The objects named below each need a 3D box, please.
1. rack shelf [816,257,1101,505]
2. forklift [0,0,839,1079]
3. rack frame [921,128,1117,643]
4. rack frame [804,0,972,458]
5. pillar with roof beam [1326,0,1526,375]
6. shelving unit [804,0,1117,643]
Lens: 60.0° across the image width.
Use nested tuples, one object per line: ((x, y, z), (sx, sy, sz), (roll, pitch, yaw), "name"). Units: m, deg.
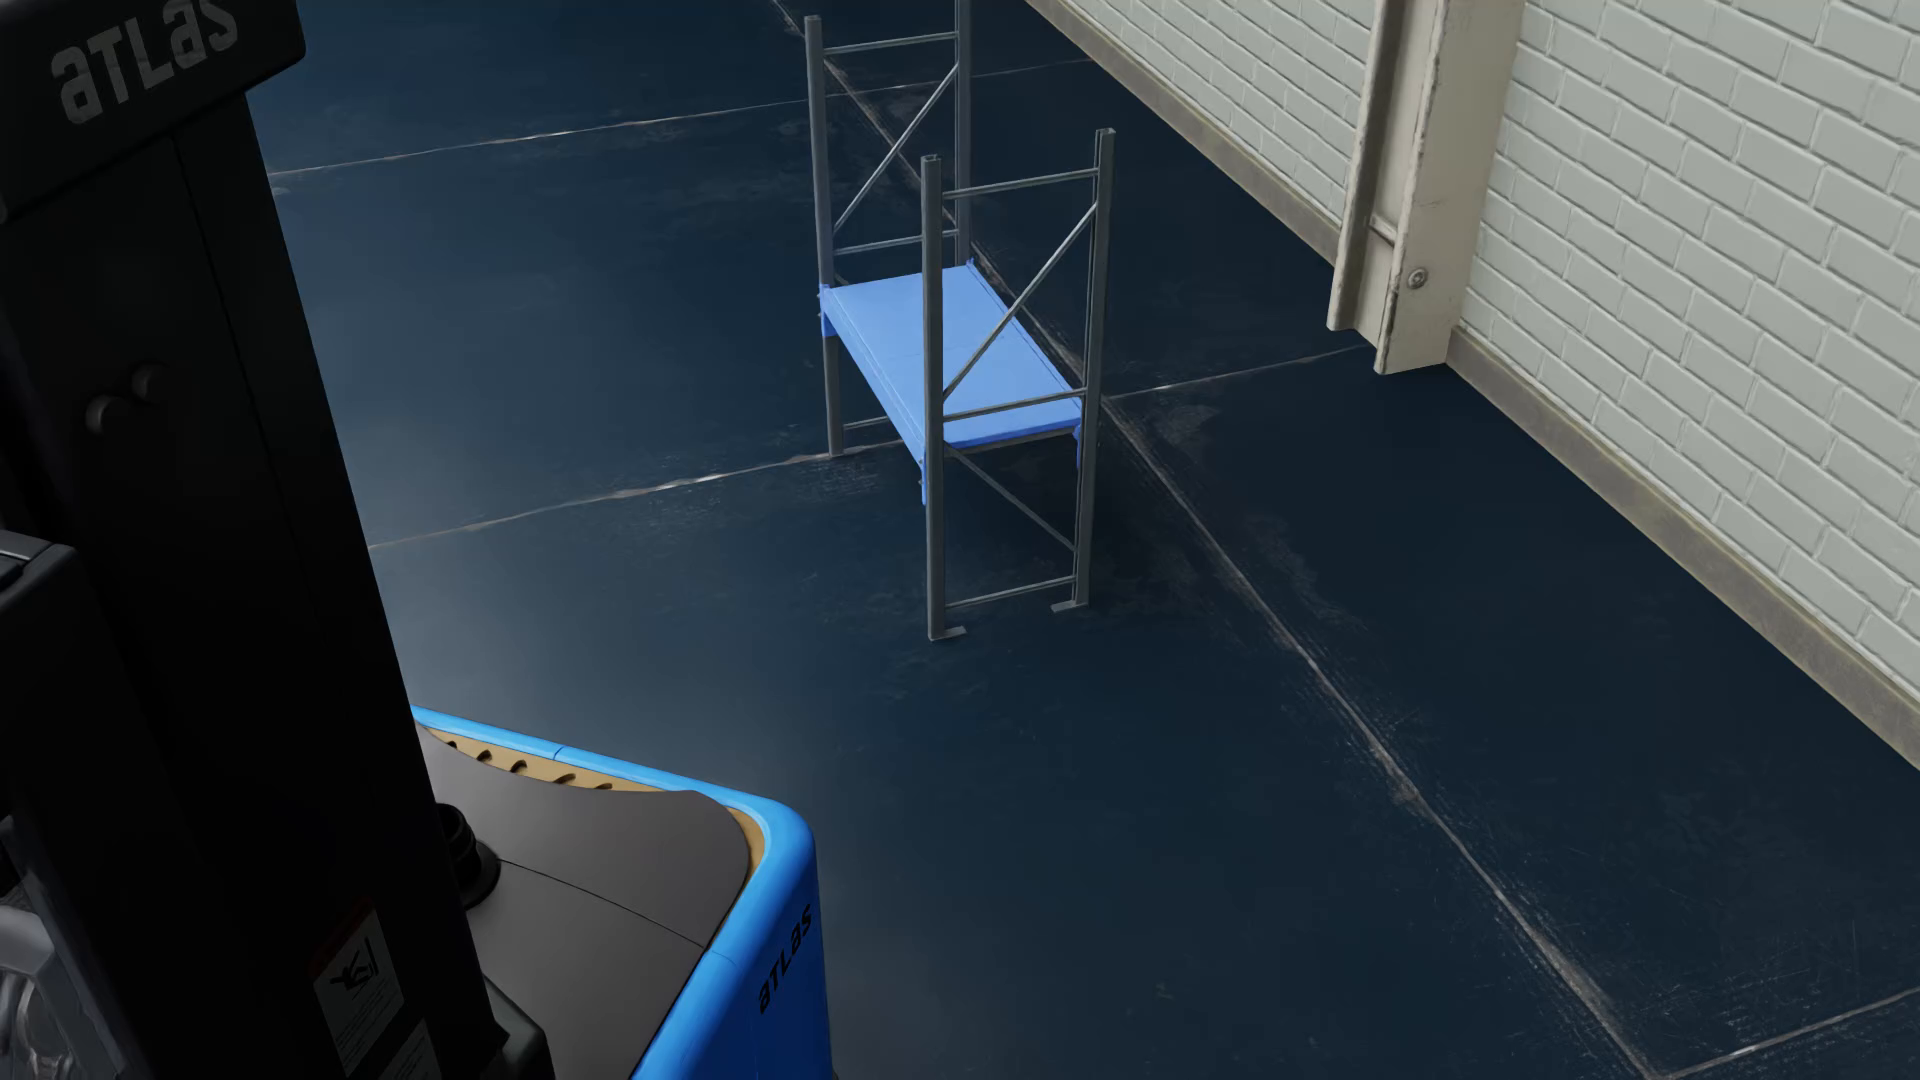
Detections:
((-0.029, -0.504, 4.971), (0.538, 0.185, 1.000), (-12, 39, -16), "rack shelf")
((-1.199, 0.891, 1.631), (1.130, 2.935, 3.031), (12, 39, 15), "forklift")
((0.146, -0.360, 4.481), (0.500, 1.500, 0.032), (-12, 39, -16), "rack frame")
((-0.204, -0.934, 5.244), (0.500, 1.500, 0.032), (-12, 39, -16), "rack frame")
((-2.437, -3.445, 2.344), (9.100, 9.000, 0.400), (-12, 39, -16), "pillar with roof beam")
((-0.029, -0.647, 4.863), (0.538, 1.500, 1.048), (-12, 39, -16), "shelving unit")
